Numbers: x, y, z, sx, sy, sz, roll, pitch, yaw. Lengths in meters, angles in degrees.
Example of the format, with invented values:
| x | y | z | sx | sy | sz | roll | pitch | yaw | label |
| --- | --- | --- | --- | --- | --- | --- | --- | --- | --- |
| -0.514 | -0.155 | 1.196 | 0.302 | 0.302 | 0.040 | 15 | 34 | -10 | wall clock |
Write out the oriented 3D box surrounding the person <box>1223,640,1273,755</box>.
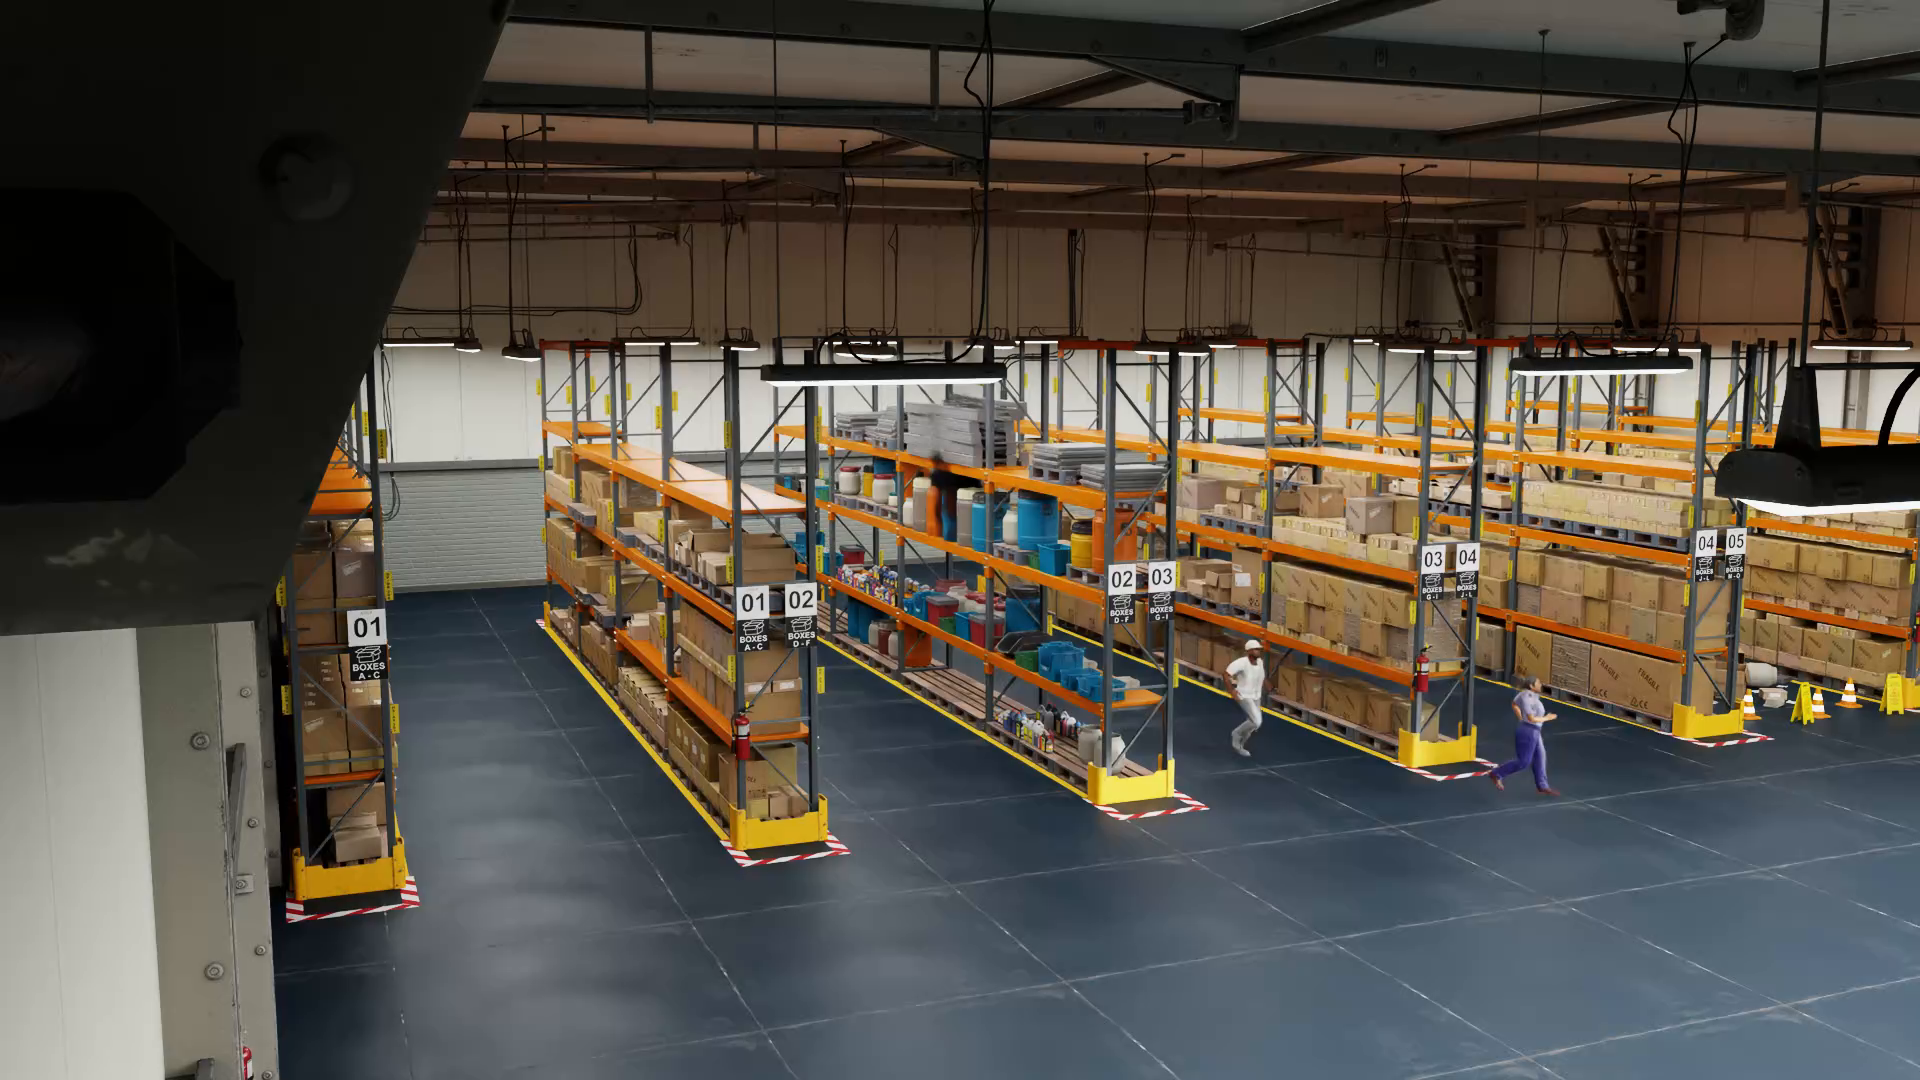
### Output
| x | y | z | sx | sy | sz | roll | pitch | yaw | label |
| --- | --- | --- | --- | --- | --- | --- | --- | --- | --- |
| 4.266 | 2.311 | 24.376 | 0.702 | 1.718 | 0.588 | -7 | 10 | -42 | person |

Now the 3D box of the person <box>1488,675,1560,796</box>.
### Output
| x | y | z | sx | sy | sz | roll | pitch | yaw | label |
| --- | --- | --- | --- | --- | --- | --- | --- | --- | --- |
| 7.590 | 2.606 | 22.288 | 0.927 | 1.624 | 0.613 | 3 | 8 | 20 | person |

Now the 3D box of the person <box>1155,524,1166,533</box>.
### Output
| x | y | z | sx | sy | sz | roll | pitch | yaw | label |
| --- | --- | --- | --- | --- | --- | --- | --- | --- | --- |
| 4.931 | 0.104 | 41.553 | 0.575 | 1.694 | 0.749 | -2 | 8 | -18 | person |
